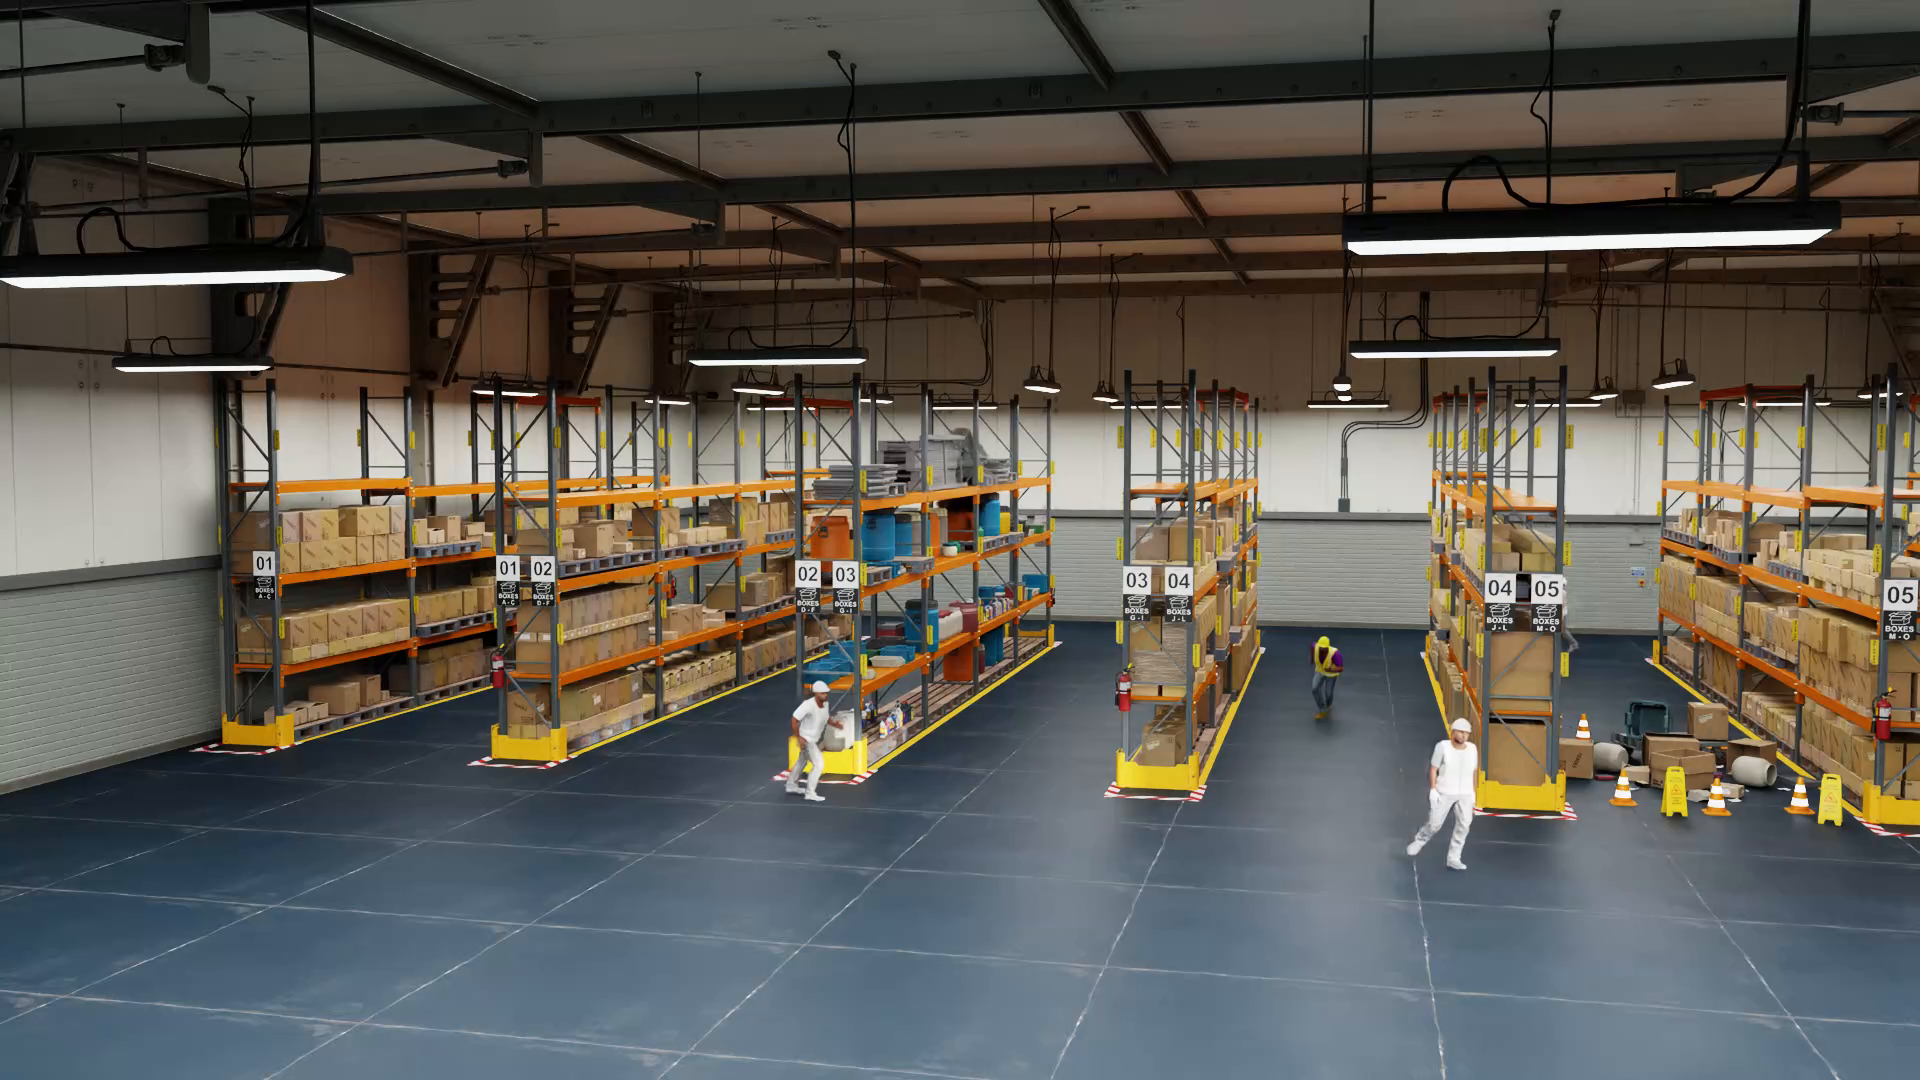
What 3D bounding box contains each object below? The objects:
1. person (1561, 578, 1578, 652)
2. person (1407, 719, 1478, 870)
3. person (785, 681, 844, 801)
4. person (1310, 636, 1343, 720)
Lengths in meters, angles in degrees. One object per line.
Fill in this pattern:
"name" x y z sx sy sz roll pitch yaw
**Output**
"person" 14.001 1.775 38.827 0.845 1.817 0.643 0 3 6
"person" 5.672 2.945 19.478 0.733 1.750 0.614 0 3 -5
"person" -2.068 2.784 23.170 0.903 1.690 0.701 1 4 14
"person" 6.616 2.457 29.982 0.695 1.545 1.163 2 4 25
